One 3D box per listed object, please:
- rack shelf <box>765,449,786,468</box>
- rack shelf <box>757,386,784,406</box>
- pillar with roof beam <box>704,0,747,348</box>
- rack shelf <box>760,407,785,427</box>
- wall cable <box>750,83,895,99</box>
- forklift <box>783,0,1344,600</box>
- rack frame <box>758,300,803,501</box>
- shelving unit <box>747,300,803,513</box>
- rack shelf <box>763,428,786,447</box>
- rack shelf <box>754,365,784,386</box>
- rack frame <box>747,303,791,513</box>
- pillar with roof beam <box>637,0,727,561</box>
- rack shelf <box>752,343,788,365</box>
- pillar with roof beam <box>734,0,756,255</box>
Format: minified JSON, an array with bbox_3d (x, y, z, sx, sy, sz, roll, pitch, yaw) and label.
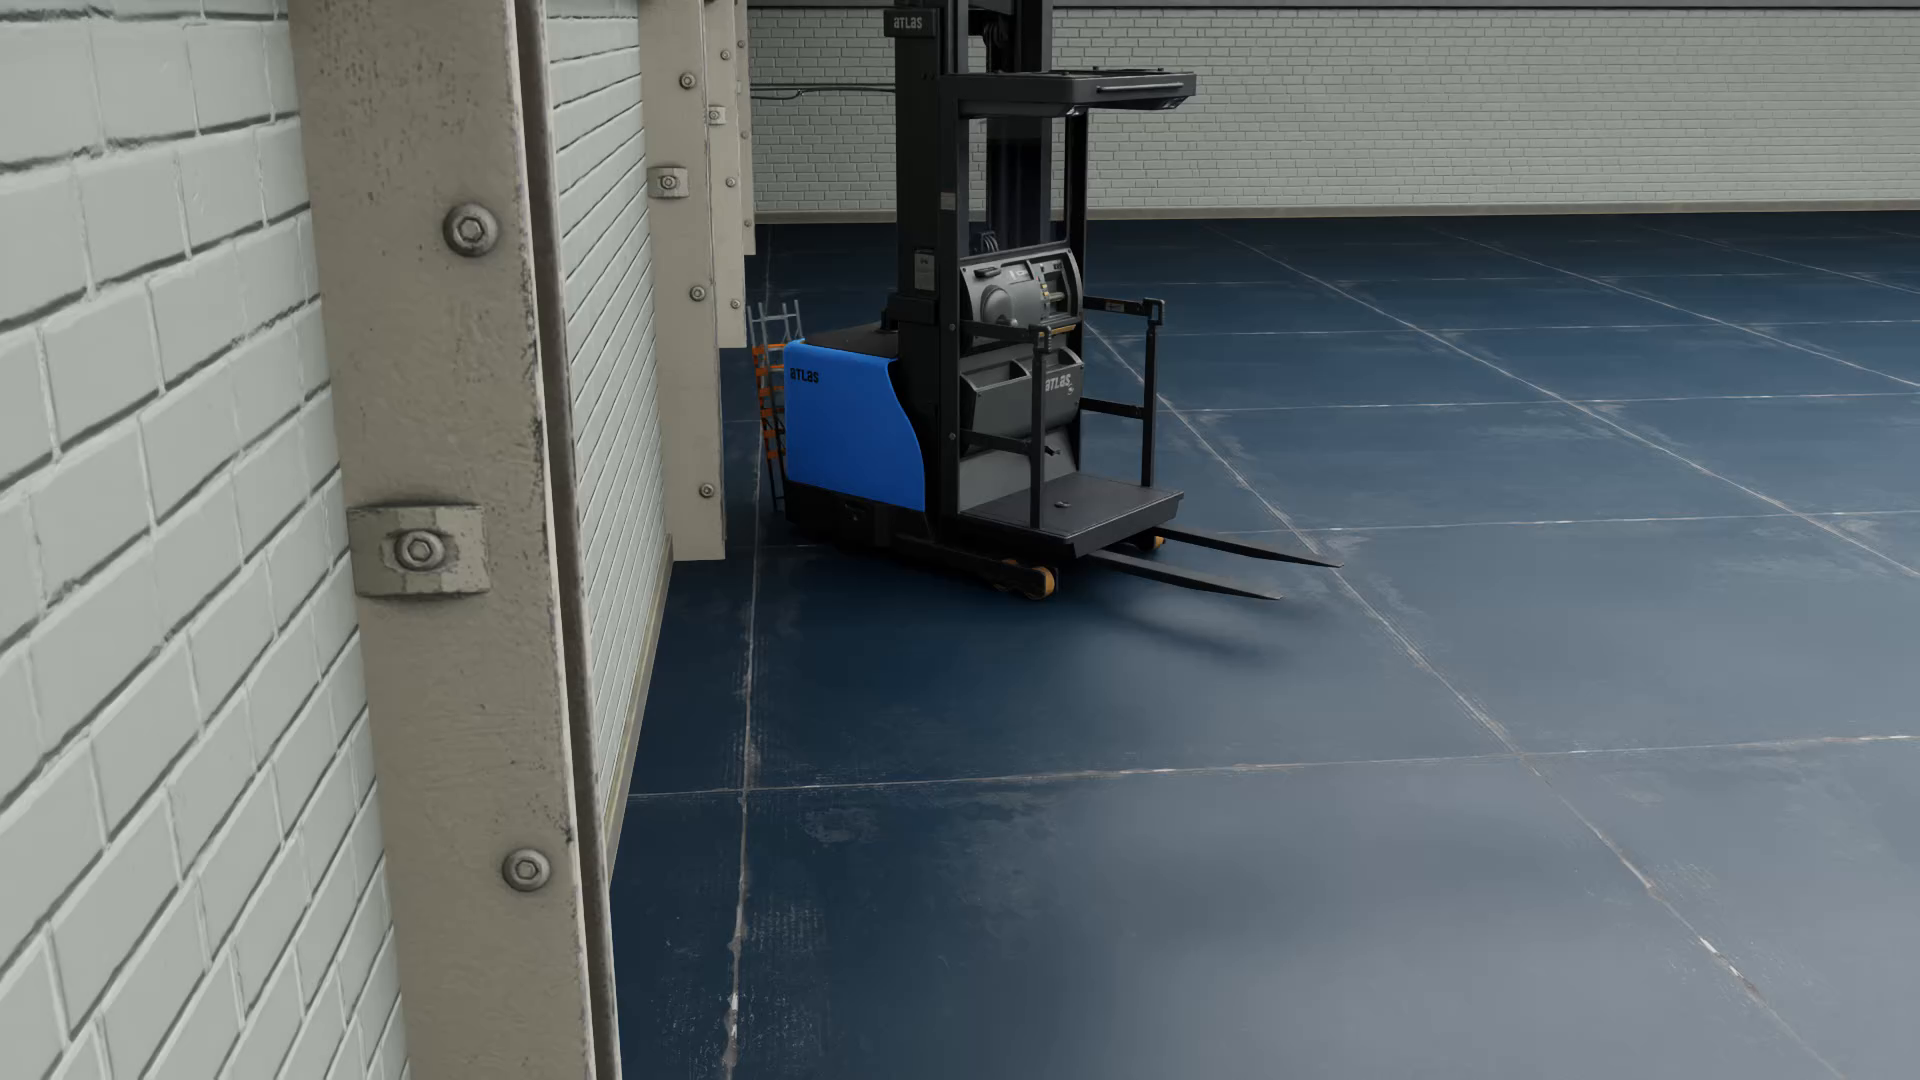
[{"bbox_3d":[-0.971,-0.486,9.624,0.258,0.103,0.180,-9,5,-27],"label":"rack shelf"},{"bbox_3d":[-1.015,-0.842,9.597,0.258,0.103,0.180,-9,5,-27],"label":"rack shelf"},{"bbox_3d":[2.238,-6.166,13.793,9.100,9.000,0.400,-2,18,-6],"label":"pillar with roof beam"},{"bbox_3d":[-1.000,-0.724,9.606,0.258,0.103,0.180,-9,5,-27],"label":"rack shelf"},{"bbox_3d":[-1.651,-7.258,22.455,3.097,2.526,0.112,-2,18,-6],"label":"wall cable"},{"bbox_3d":[0.484,-1.280,8.361,3.031,2.935,1.130,14,22,37],"label":"forklift"},{"bbox_3d":[-0.963,-0.767,9.522,0.240,1.200,0.006,-9,5,-27],"label":"rack frame"},{"bbox_3d":[-1.006,-0.768,9.603,0.258,1.200,0.189,-9,5,-27],"label":"shelving unit"},{"bbox_3d":[-0.986,-0.605,9.615,0.258,0.103,0.180,-9,5,-27],"label":"rack shelf"},{"bbox_3d":[-1.030,-0.961,9.588,0.258,0.103,0.180,-9,5,-27],"label":"rack shelf"},{"bbox_3d":[-1.049,-0.768,9.684,0.240,1.200,0.006,-9,5,-27],"label":"rack frame"},{"bbox_3d":[2.857,-4.378,8.099,9.100,9.000,0.400,-2,18,-6],"label":"pillar with roof beam"},{"bbox_3d":[-1.045,-1.080,9.579,0.258,0.103,0.180,-9,5,-27],"label":"rack shelf"},{"bbox_3d":[1.619,-7.953,19.487,9.100,9.000,0.400,-2,18,-6],"label":"pillar with roof beam"}]
